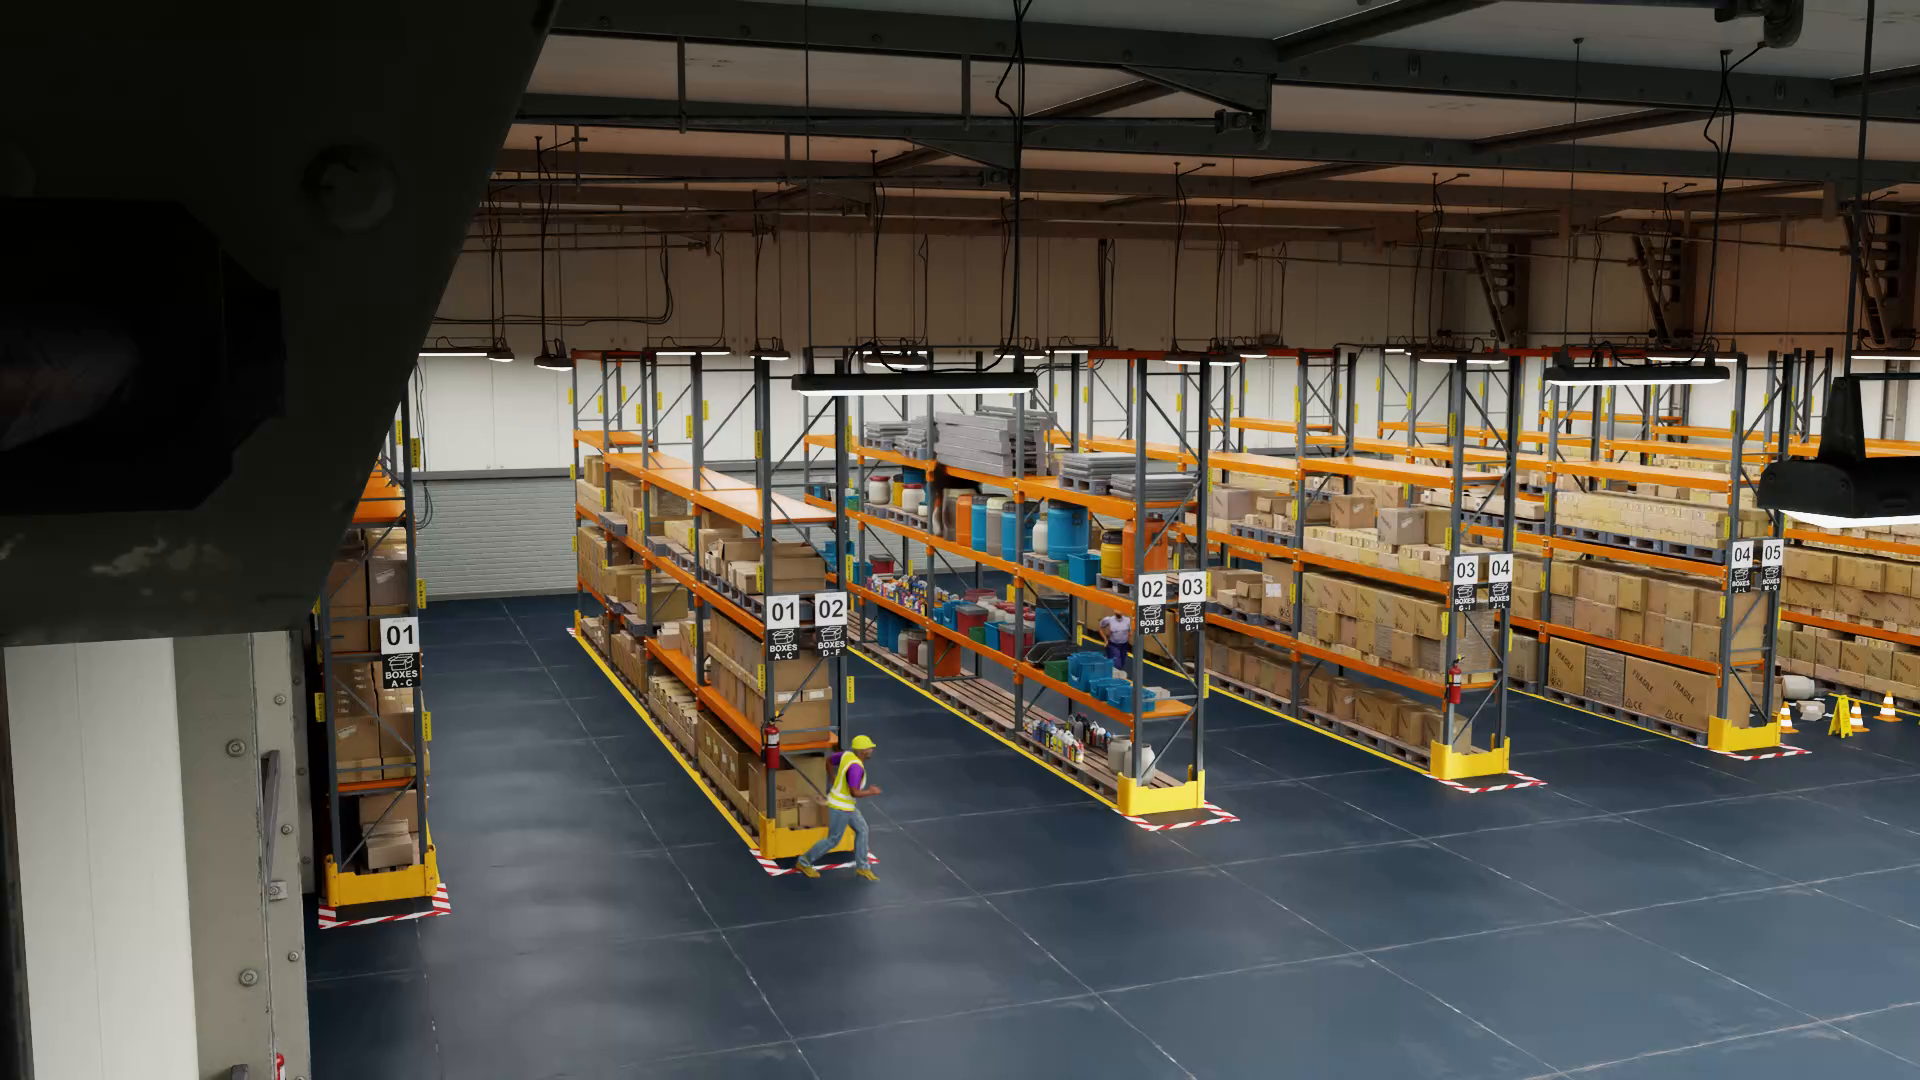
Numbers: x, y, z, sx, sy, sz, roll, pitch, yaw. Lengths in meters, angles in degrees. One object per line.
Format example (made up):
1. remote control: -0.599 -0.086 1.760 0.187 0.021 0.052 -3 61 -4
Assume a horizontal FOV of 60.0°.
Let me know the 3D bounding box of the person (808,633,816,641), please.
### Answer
1. person: -2.466 2.154 27.750 0.530 1.493 0.699 -6 9 -38

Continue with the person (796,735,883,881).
1. person: -1.403 3.128 19.204 1.006 1.751 0.730 -1 7 -9

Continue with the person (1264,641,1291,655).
1. person: 6.195 1.595 31.908 0.604 1.625 1.009 -5 8 -32

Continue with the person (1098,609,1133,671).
1. person: 2.747 1.923 28.925 0.578 1.687 0.732 -3 8 -21
